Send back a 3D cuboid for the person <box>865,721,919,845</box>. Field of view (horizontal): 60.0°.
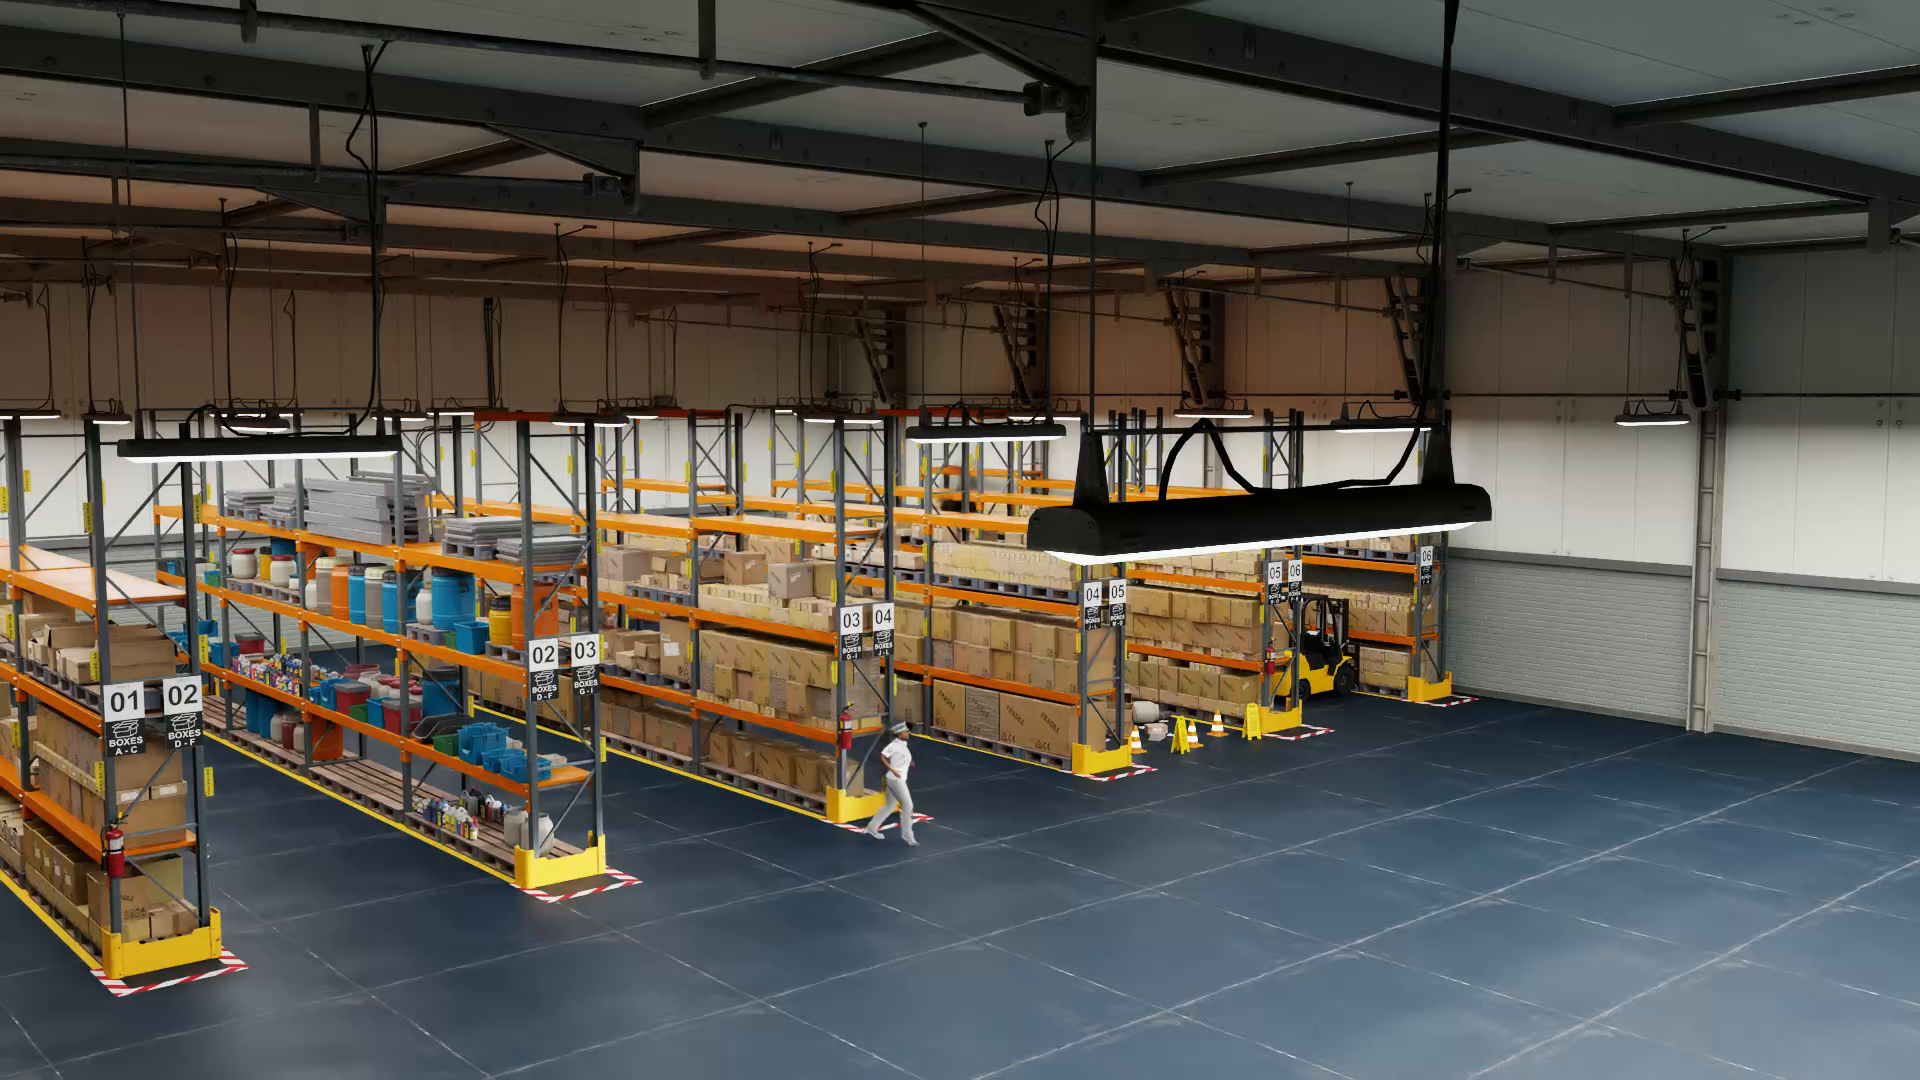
[{"bbox_3d":[-0.942,3.444,23.603,0.767,1.737,0.586,0,5,3],"label":"person"}]

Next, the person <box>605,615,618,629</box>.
[{"bbox_3d":[-7.246,2.425,34.460,0.962,1.729,0.658,5,7,44],"label":"person"}]

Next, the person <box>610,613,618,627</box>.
[{"bbox_3d":[-8.521,1.880,41.493,0.770,1.642,0.649,0,5,3],"label":"person"}]
